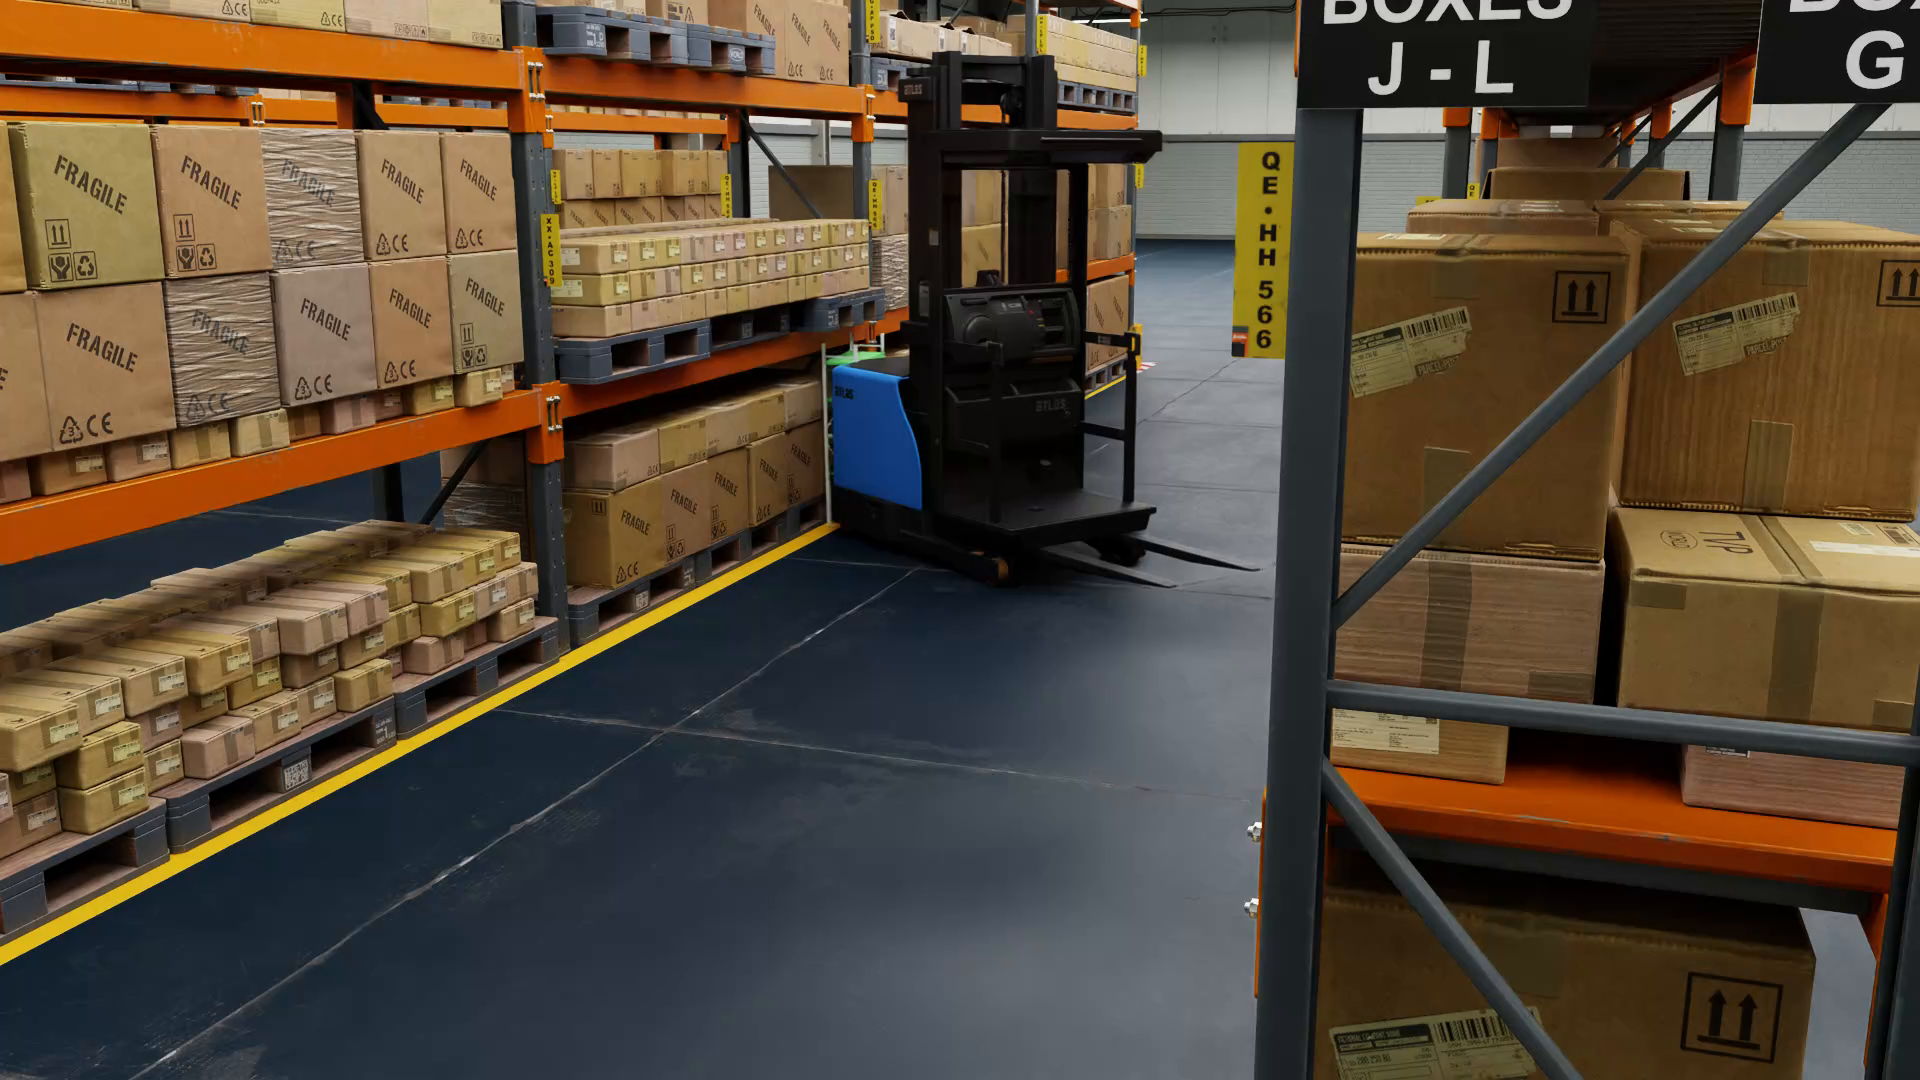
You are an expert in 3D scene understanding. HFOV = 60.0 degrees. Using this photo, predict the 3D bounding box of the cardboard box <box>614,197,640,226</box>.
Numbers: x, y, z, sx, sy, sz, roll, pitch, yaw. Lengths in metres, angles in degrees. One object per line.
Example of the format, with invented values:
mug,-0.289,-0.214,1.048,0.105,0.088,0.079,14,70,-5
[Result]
cardboard box,-3.793,-3.437,17.912,0.500,0.500,0.500,4,14,18

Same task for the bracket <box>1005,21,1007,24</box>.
bracket,1.756,-15.508,50.122,0.076,0.066,3.189,4,14,18

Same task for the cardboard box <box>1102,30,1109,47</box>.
cardboard box,1.296,-5.085,16.888,0.380,0.149,0.250,4,13,18

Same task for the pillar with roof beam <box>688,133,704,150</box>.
pillar with roof beam,-1.040,-9.217,30.648,9.100,9.000,0.400,4,14,18

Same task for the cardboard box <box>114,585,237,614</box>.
cardboard box,-3.107,0.292,6.594,0.380,0.149,0.250,4,13,16

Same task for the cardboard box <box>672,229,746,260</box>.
cardboard box,-1.406,-1.633,9.187,0.380,0.149,0.250,5,14,20

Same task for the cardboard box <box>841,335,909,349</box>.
cardboard box,-0.530,-1.195,13.095,1.050,0.750,0.750,5,14,19

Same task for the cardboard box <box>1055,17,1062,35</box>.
cardboard box,0.723,-4.712,15.253,0.380,0.149,0.250,4,14,18

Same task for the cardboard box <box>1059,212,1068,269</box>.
cardboard box,0.753,-2.998,16.544,0.875,0.550,0.550,4,14,18

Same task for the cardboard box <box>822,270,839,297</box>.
cardboard box,-0.982,-1.620,10.466,0.380,0.149,0.250,5,14,19

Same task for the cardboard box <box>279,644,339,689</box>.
cardboard box,-2.677,0.462,6.519,0.380,0.149,0.250,4,13,16

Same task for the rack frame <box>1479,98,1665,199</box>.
rack frame,3.568,-1.403,9.893,1.000,3.000,0.127,4,14,18

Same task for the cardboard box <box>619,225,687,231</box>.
cardboard box,-1.849,-1.793,9.888,0.380,0.149,0.250,5,14,20

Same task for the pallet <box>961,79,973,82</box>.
pallet,-0.575,-3.527,12.881,1.003,0.211,1.213,5,14,21

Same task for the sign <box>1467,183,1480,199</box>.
sign,3.052,-1.966,9.935,0.100,0.325,0.005,4,14,18

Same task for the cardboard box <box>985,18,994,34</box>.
cardboard box,0.101,-4.759,15.460,0.380,0.149,0.250,4,14,18

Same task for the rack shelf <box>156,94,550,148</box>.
rack shelf,-5.162,-3.649,14.610,1.077,0.370,4.000,4,14,18

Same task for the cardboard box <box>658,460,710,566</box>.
cardboard box,-1.727,-0.173,9.179,0.500,0.500,0.500,5,14,21

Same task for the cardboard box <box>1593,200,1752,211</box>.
cardboard box,2.378,-0.882,5.595,0.500,0.500,0.500,5,14,20

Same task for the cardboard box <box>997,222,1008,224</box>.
cardboard box,0.286,-2.543,14.664,0.500,0.500,0.500,4,14,18

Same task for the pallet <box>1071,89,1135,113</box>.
pallet,1.266,-4.728,17.919,1.003,0.211,1.213,4,14,18

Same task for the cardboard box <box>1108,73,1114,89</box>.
cardboard box,1.380,-4.750,17.214,0.380,0.149,0.250,4,13,18

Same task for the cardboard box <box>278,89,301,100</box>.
cardboard box,-5.463,-3.621,13.173,0.396,0.266,0.258,4,14,18

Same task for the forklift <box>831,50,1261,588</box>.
forklift,0.442,-1.289,9.550,1.130,2.935,3.031,-9,16,-35

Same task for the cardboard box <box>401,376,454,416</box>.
cardboard box,-2.381,-0.625,7.052,0.380,0.149,0.250,5,14,21

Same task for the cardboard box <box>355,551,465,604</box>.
cardboard box,-2.374,0.159,7.175,0.380,0.149,0.250,4,14,18

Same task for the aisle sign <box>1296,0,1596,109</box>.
aisle sign,0.673,-0.992,2.252,0.394,0.787,0.004,4,14,18

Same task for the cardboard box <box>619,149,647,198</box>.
cardboard box,-3.793,-3.927,17.810,0.700,0.500,0.500,4,13,17

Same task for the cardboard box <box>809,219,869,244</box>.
cardboard box,-0.817,-2.017,10.869,0.380,0.149,0.250,4,13,16

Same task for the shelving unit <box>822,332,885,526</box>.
shelving unit,-0.686,-0.727,10.925,0.258,1.200,0.503,4,16,17

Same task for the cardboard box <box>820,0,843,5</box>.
cardboard box,-0.977,-3.562,10.666,0.396,0.266,0.258,4,14,18

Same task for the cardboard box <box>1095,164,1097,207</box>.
cardboard box,0.939,-3.759,17.454,0.875,0.550,0.550,4,14,18

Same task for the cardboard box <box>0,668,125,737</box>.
cardboard box,-3.010,0.544,5.491,0.380,0.149,0.250,4,13,16

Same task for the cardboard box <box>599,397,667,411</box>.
cardboard box,-2.048,-0.685,9.738,0.500,0.250,0.500,4,13,16

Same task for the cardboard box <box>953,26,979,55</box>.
cardboard box,-0.157,-3.911,13.173,0.500,0.311,0.500,4,13,16

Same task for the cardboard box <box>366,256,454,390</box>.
cardboard box,-2.445,-0.901,6.803,0.500,0.500,0.500,4,13,17

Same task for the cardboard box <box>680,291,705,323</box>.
cardboard box,-1.573,-1.235,8.779,0.380,0.149,0.250,4,14,19

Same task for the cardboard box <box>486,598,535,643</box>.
cardboard box,-2.191,0.353,7.662,0.380,0.149,0.250,5,14,19

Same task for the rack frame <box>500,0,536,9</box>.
rack frame,-2.387,-3.864,7.193,1.000,3.000,0.127,4,14,18

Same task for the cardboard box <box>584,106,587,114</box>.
cardboard box,-4.068,-4.458,17.101,0.380,0.149,0.250,4,14,18

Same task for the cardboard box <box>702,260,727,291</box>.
cardboard box,-1.490,-1.437,8.995,0.380,0.149,0.250,5,14,21

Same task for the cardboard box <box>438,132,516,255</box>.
cardboard box,-2.283,-1.502,7.187,0.500,0.500,0.500,4,13,16

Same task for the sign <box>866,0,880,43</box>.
sign,-0.580,-3.456,10.987,0.100,0.325,0.005,4,14,18

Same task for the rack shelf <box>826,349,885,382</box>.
rack shelf,-0.689,-1.128,10.814,0.258,0.148,0.480,4,16,17

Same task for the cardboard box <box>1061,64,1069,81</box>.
cardboard box,0.805,-4.376,15.575,0.380,0.149,0.250,4,14,18

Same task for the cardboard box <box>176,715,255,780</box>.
cardboard box,-2.786,0.735,5.991,0.380,0.149,0.250,4,13,16

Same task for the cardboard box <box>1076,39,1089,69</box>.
cardboard box,0.950,-4.707,16.127,0.500,0.250,0.500,4,14,18

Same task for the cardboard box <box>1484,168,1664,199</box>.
cardboard box,2.706,-1.377,7.302,0.797,0.503,0.637,5,14,19

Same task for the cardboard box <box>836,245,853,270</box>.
cardboard box,-0.906,-1.815,10.653,0.380,0.149,0.250,5,14,21

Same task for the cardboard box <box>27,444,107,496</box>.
cardboard box,-3.020,-0.248,5.398,0.380,0.149,0.250,4,14,18

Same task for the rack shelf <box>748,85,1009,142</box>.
rack shelf,-0.445,-3.314,13.142,1.077,0.370,4.000,4,14,18

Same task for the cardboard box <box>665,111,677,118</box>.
cardboard box,-3.420,-4.833,18.744,0.380,0.149,0.250,4,14,18

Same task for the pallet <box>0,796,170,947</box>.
pallet,-3.360,1.078,5.290,1.003,0.211,1.213,4,14,18

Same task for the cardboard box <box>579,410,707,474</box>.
cardboard box,-1.728,-0.540,9.099,0.500,0.250,0.500,5,14,20

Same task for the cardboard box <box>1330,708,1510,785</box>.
cardboard box,0.783,0.305,2.973,0.380,0.149,0.250,5,14,19

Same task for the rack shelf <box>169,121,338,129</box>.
rack shelf,-8.565,-4.848,19.863,1.077,0.370,4.000,4,14,18
